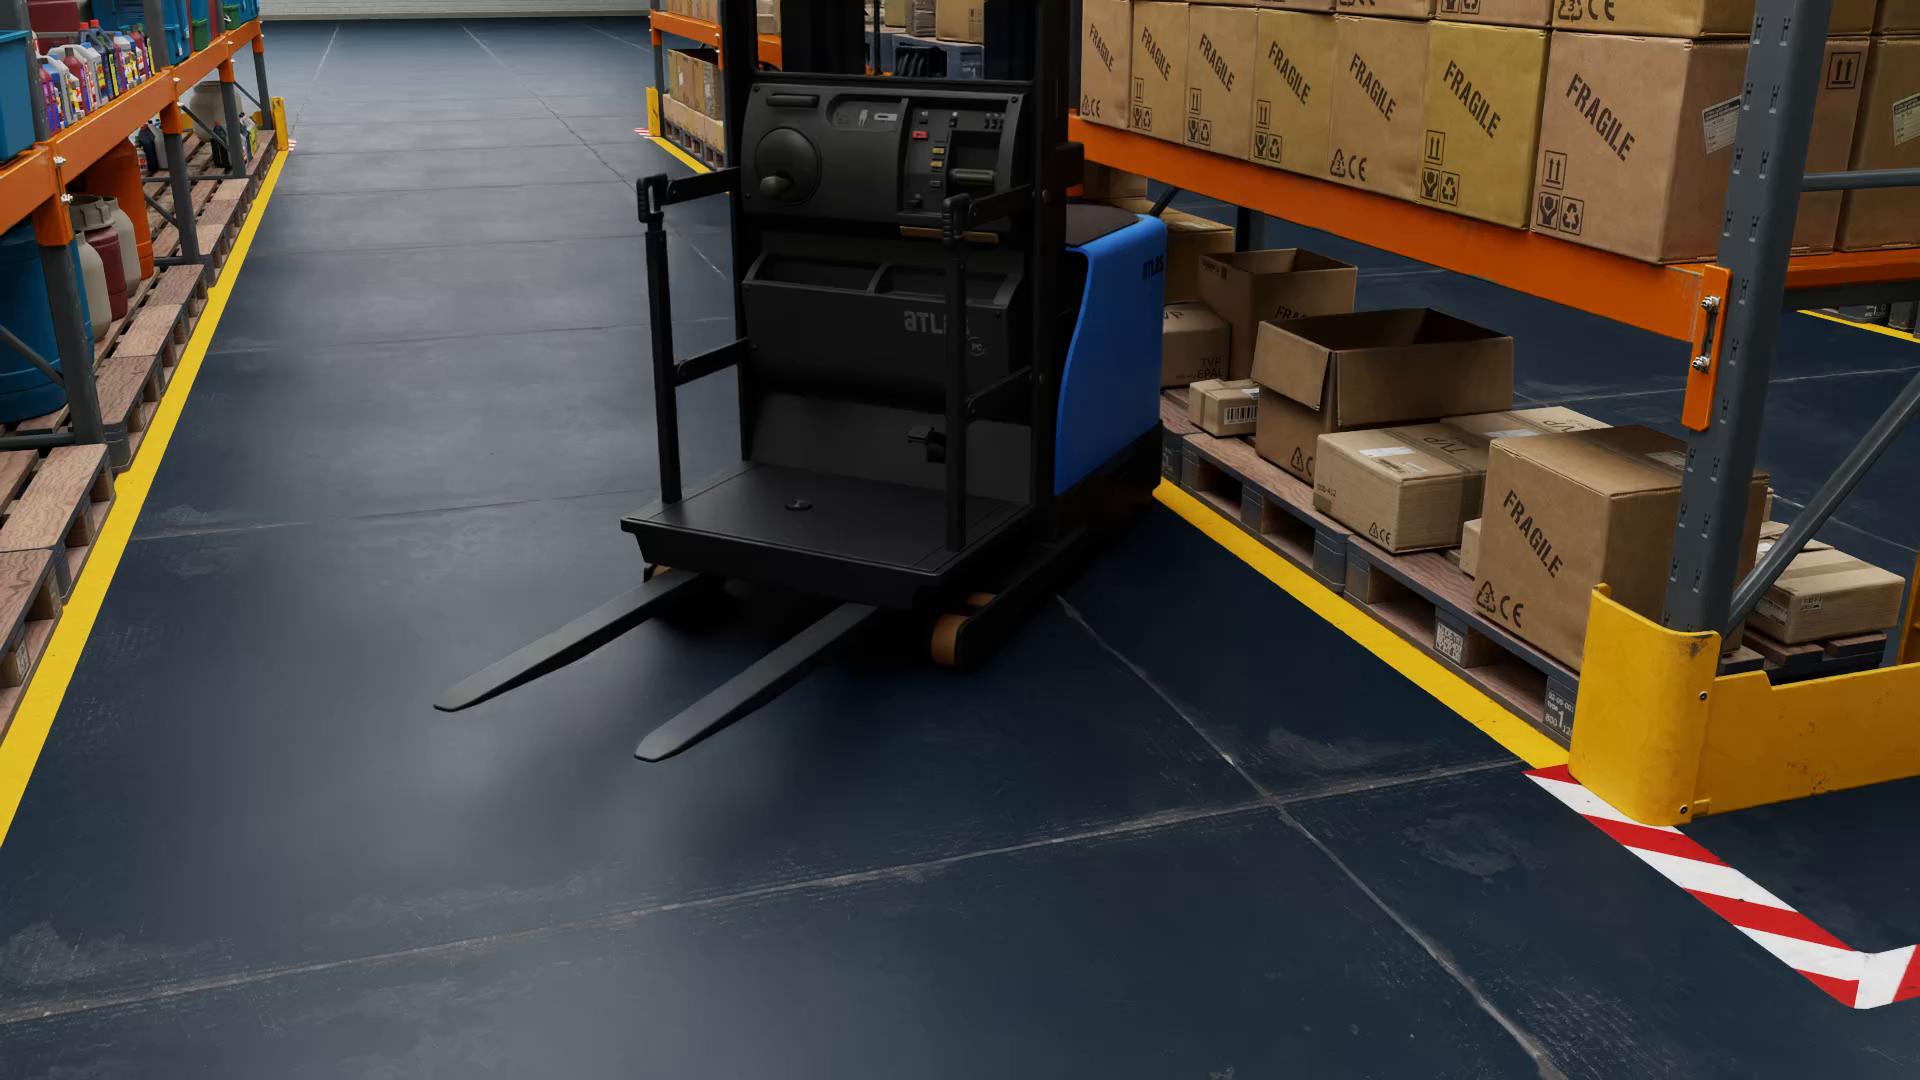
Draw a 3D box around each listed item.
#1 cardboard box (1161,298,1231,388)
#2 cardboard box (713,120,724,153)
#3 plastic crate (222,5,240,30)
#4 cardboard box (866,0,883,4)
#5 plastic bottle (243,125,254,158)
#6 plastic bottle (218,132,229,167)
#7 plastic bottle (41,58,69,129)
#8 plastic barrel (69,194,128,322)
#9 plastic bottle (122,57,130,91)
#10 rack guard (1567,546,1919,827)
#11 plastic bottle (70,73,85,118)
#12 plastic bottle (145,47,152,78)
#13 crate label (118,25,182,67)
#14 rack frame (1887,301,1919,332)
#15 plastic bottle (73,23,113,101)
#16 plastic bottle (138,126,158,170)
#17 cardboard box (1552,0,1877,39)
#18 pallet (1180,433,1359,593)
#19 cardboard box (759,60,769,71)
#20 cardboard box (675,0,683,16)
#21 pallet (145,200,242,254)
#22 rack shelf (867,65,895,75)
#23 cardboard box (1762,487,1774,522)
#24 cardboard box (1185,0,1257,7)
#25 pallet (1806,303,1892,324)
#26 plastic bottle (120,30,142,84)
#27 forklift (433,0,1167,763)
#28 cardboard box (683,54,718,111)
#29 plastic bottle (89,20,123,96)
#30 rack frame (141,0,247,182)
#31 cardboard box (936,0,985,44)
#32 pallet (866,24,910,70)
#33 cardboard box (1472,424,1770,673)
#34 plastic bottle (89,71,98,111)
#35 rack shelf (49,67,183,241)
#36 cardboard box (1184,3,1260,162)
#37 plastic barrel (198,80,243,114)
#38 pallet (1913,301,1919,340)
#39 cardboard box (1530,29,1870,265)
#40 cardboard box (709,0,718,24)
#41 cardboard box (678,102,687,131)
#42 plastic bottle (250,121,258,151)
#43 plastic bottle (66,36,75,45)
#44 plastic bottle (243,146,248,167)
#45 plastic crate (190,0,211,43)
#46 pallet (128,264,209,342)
[{"bbox_3d":[0.839,-0.876,7.246,0.500,0.311,0.500,-6,21,-17],"label":"cardboard box"},{"bbox_3d":[-1.955,-3.689,15.196,0.500,0.250,0.500,-6,21,-17],"label":"cardboard box"},{"bbox_3d":[-6.464,-4.501,14.323,0.450,0.188,0.662,-6,21,-17],"label":"plastic crate"},{"bbox_3d":[-0.887,-3.960,12.356,0.500,0.500,0.500,-8,21,-20],"label":"cardboard box"},{"bbox_3d":[-6.237,-3.484,14.548,0.061,0.283,0.133,-5,20,-15],"label":"plastic bottle"},{"bbox_3d":[-6.218,-3.302,14.038,0.061,0.283,0.133,-6,21,-17],"label":"plastic bottle"},{"bbox_3d":[-3.627,-1.779,6.622,0.097,0.271,0.097,0,20,0],"label":"plastic bottle"},{"bbox_3d":[-4.523,-1.396,8.312,0.600,0.588,0.708,-6,21,-17],"label":"plastic barrel"},{"bbox_3d":[-4.210,-2.341,8.292,0.097,0.201,0.097,0,20,0],"label":"plastic bottle"},{"bbox_3d":[2.146,0.343,4.222,1.175,0.500,0.348,-6,21,-17],"label":"rack guard"},{"bbox_3d":[-3.761,-1.883,7.015,0.097,0.201,0.097,0,20,0],"label":"plastic bottle"},{"bbox_3d":[-4.497,-2.634,9.107,0.097,0.201,0.097,0,20,0],"label":"plastic bottle"},{"bbox_3d":[-4.825,-2.947,9.932,0.303,0.233,0.416,-6,21,-17],"label":"crate label"},{"bbox_3d":[5.614,-2.620,8.774,1.000,3.000,0.127,-6,21,-17],"label":"rack frame"},{"bbox_3d":[-4.046,-2.219,7.730,0.144,0.351,0.185,-6,21,-17],"label":"plastic bottle"},{"bbox_3d":[-6.781,-3.271,13.854,0.144,0.351,0.185,-7,21,-19],"label":"plastic bottle"},{"bbox_3d":[1.769,-1.440,3.862,0.500,0.500,0.500,-7,21,-18],"label":"cardboard box"},{"bbox_3d":[1.515,-0.167,6.071,1.003,0.211,1.213,-6,21,-17],"label":"pallet"},{"bbox_3d":[-1.615,-4.258,15.671,0.500,0.500,0.500,-6,21,-17],"label":"cardboard box"},{"bbox_3d":[-2.555,-5.671,17.121,0.700,0.500,0.500,-6,21,-16],"label":"cardboard box"},{"bbox_3d":[-5.634,-2.182,11.680,1.003,0.211,1.213,-6,21,-17],"label":"pallet"},{"bbox_3d":[0.284,-2.396,9.213,1.077,0.370,4.000,-6,21,-17],"label":"rack shelf"},{"bbox_3d":[2.111,-0.087,5.138,0.500,0.250,0.500,-6,21,-17],"label":"cardboard box"},{"bbox_3d":[1.117,-2.098,5.694,0.500,0.500,0.500,-7,21,-19],"label":"cardboard box"},{"bbox_3d":[5.300,-1.547,9.912,1.003,0.211,1.213,-6,21,-17],"label":"pallet"},{"bbox_3d":[-4.363,-2.531,8.715,0.097,0.271,0.097,0,20,0],"label":"plastic bottle"},{"bbox_3d":[-0.339,-1.169,4.834,1.130,2.935,3.031,9,22,24],"label":"forklift"},{"bbox_3d":[-2.433,-4.523,16.407,0.500,0.500,0.500,-6,21,-17],"label":"cardboard box"},{"bbox_3d":[-4.146,-2.321,8.014,0.144,0.351,0.185,-6,21,-17],"label":"plastic bottle"},{"bbox_3d":[-6.305,-4.135,12.990,1.000,3.000,0.127,-6,21,-17],"label":"rack frame"},{"bbox_3d":[0.299,-2.898,8.777,0.700,0.500,0.500,-12,23,-31],"label":"cardboard box"},{"bbox_3d":[-0.065,-3.076,10.326,1.213,0.211,1.003,-6,21,-17],"label":"pallet"},{"bbox_3d":[1.765,0.012,4.492,0.500,0.500,0.500,-6,21,-17],"label":"cardboard box"},{"bbox_3d":[-3.876,-2.000,7.342,0.097,0.201,0.097,0,20,0],"label":"plastic bottle"},{"bbox_3d":[-4.419,-1.871,7.751,1.077,0.370,4.000,-6,21,-17],"label":"rack shelf"},{"bbox_3d":[1.133,-1.622,5.848,0.500,0.500,0.500,-6,21,-17],"label":"cardboard box"},{"bbox_3d":[-7.283,-4.242,16.348,0.421,0.512,0.421,0,20,0],"label":"plastic barrel"},{"bbox_3d":[5.779,-1.055,8.542,1.003,0.211,1.213,-6,21,-17],"label":"pallet"},{"bbox_3d":[1.771,-0.971,4.034,0.500,0.500,0.500,-6,21,-16],"label":"cardboard box"},{"bbox_3d":[-1.919,-5.017,15.299,0.700,0.500,0.500,-7,21,-18],"label":"cardboard box"},{"bbox_3d":[-2.584,-4.331,16.983,0.500,0.250,0.500,-6,21,-17],"label":"cardboard box"},{"bbox_3d":[-6.472,-3.672,15.082,0.152,0.276,0.135,-7,21,-19],"label":"plastic bottle"},{"bbox_3d":[-4.235,-2.270,7.972,0.061,0.283,0.133,-6,21,-17],"label":"plastic bottle"},{"bbox_3d":[-6.053,-3.239,13.985,0.097,0.201,0.097,0,20,0],"label":"plastic bottle"},{"bbox_3d":[-5.663,-3.806,12.100,0.392,0.384,0.575,-6,21,-17],"label":"plastic crate"},{"bbox_3d":[-4.761,-1.290,9.196,1.003,0.211,1.213,-6,21,-17],"label":"pallet"}]
